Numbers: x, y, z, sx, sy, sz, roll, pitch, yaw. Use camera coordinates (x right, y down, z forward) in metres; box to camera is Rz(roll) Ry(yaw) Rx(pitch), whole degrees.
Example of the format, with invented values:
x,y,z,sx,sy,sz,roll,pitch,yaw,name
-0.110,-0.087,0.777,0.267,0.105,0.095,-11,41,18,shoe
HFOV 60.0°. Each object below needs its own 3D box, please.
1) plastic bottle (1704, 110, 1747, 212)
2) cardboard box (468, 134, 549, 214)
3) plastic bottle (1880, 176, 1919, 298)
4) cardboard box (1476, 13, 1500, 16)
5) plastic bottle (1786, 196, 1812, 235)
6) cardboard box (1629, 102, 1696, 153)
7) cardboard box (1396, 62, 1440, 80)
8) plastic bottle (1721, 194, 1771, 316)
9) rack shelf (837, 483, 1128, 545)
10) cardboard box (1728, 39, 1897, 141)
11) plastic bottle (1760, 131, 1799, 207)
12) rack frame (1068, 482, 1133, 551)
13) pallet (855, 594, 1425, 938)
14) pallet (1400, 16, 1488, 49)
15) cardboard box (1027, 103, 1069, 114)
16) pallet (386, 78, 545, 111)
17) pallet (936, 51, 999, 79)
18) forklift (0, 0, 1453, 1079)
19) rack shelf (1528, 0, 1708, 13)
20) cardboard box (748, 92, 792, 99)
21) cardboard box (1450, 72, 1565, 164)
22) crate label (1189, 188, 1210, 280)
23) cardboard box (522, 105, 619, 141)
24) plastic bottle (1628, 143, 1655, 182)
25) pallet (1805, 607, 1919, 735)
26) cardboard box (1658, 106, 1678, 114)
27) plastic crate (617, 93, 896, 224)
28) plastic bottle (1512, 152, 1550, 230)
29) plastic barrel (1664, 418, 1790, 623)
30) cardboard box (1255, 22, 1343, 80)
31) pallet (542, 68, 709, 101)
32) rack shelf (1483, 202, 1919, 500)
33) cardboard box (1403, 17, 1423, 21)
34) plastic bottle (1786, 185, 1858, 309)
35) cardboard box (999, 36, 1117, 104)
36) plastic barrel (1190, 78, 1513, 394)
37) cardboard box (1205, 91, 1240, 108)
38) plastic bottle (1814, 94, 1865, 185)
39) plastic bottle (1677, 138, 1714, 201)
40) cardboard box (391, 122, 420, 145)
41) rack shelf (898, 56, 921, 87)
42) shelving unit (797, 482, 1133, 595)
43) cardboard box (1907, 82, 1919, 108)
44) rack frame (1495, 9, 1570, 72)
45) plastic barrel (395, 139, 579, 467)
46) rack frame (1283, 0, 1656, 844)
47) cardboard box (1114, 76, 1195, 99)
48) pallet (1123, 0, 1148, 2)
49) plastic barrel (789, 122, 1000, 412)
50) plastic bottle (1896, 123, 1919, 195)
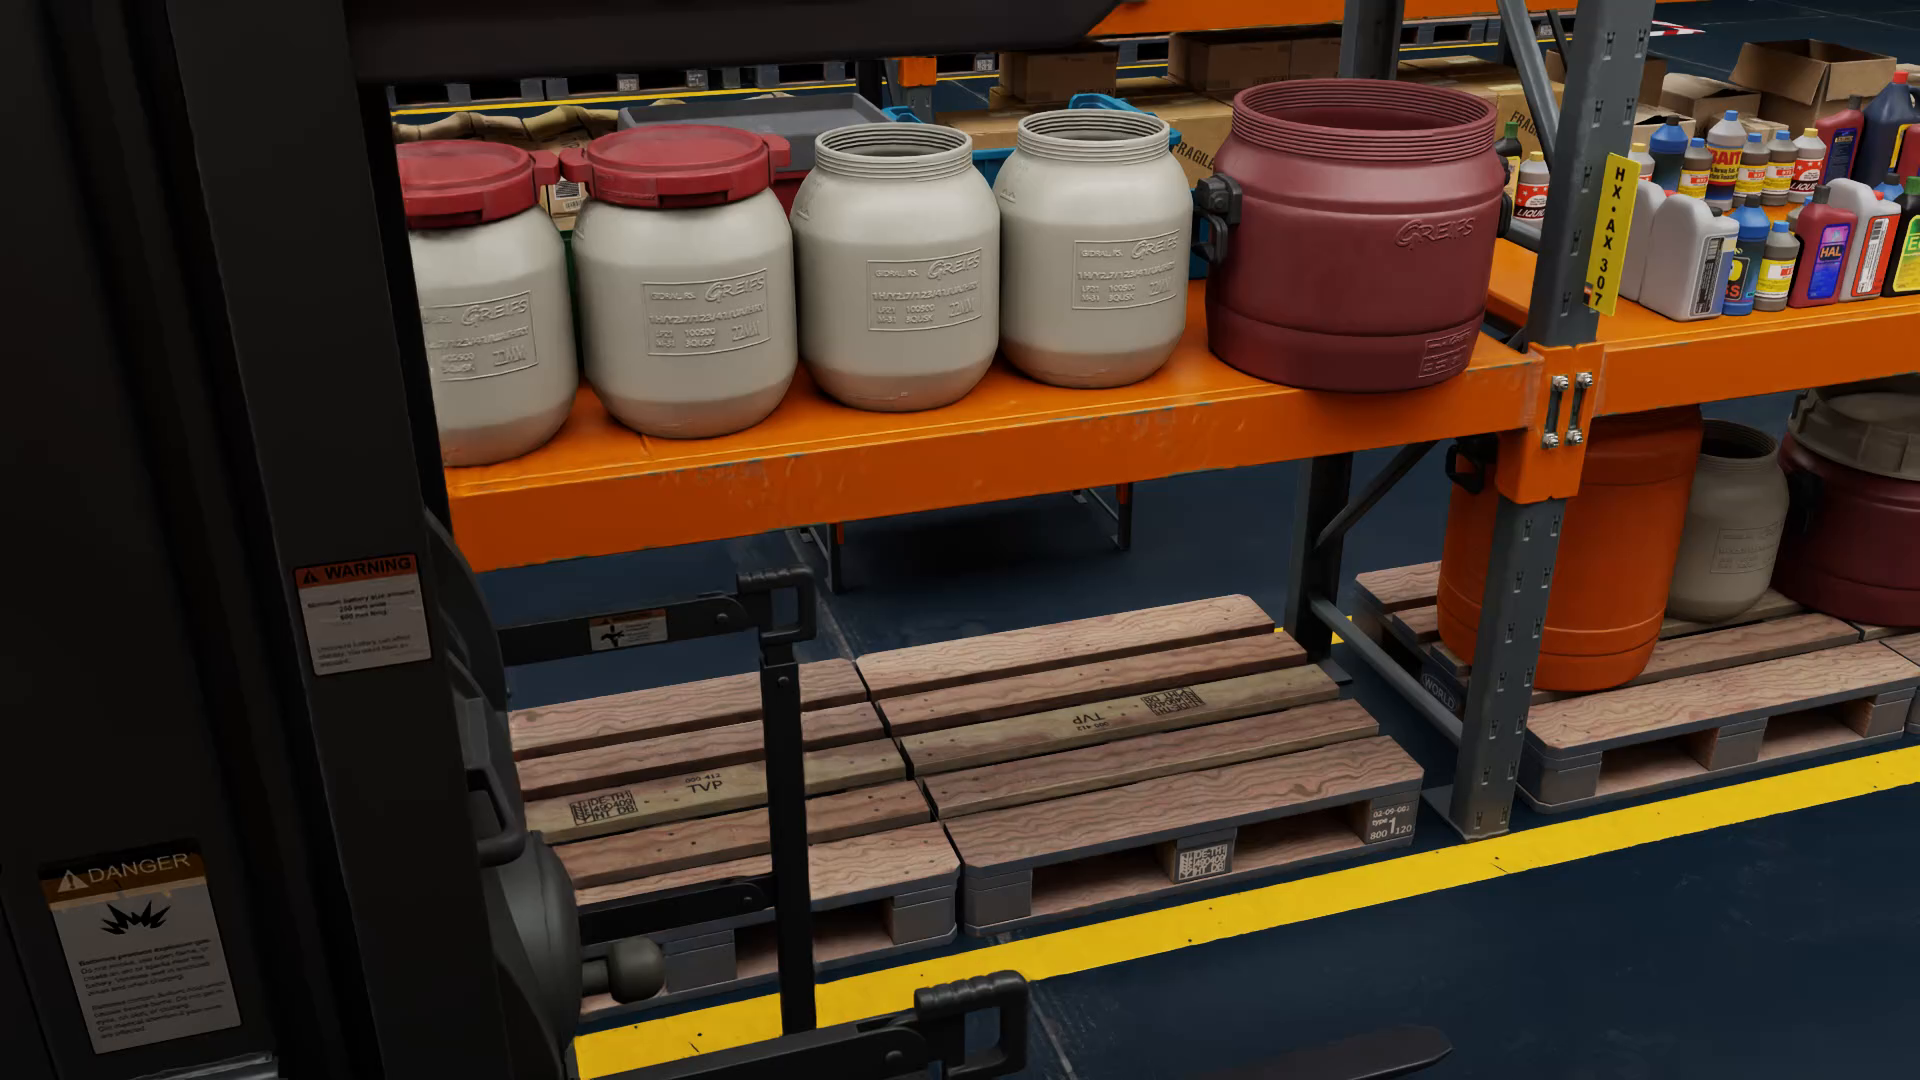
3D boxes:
x,y,z,sx,sy,sz,roll,pitch,yaw,name
2.140,-1.067,4.670,0.097,0.271,0.097,0,26,0,plastic bottle
-2.219,-1.710,7.811,0.500,0.311,0.500,-7,27,-15,cardboard box
2.276,-0.728,3.974,0.133,0.283,0.061,-8,28,-16,plastic bottle
4.611,-4.946,14.678,0.500,0.500,0.700,-8,28,-16,cardboard box
2.078,-0.742,4.095,0.097,0.201,0.097,0,26,0,plastic bottle
3.922,-2.399,9.739,0.500,0.311,0.500,-8,28,-16,cardboard box
2.417,-2.476,9.680,0.500,0.500,0.500,-8,27,-15,cardboard box
1.813,-0.664,3.859,0.097,0.271,0.097,0,26,0,plastic bottle
0.006,-0.286,5.610,1.000,0.278,0.538,-8,28,-16,rack shelf
5.241,-2.780,10.289,0.637,0.503,0.797,-8,28,-16,cardboard box
2.326,-1.062,4.739,0.097,0.201,0.097,0,26,0,plastic bottle
0.490,-0.575,5.643,0.032,1.125,0.500,-8,28,-16,rack frame
0.434,0.545,4.415,1.213,0.211,1.003,-8,28,-16,pallet
3.828,-4.526,14.630,1.213,0.211,1.003,-8,28,-16,pallet
0.670,-1.983,8.688,0.500,0.500,0.500,-9,28,-18,cardboard box
-3.787,-3.461,12.484,1.213,0.211,1.003,-8,28,-16,pallet
0.046,-3.977,13.524,1.213,0.211,1.003,-8,28,-16,pallet
-0.392,0.200,2.050,3.031,2.935,1.130,-8,28,-16,forklift
5.358,-3.393,10.021,4.000,0.370,1.077,-8,28,-16,rack shelf
-0.936,-2.149,8.695,0.500,0.311,0.500,-7,27,-14,cardboard box
3.075,-2.329,9.383,0.500,0.500,0.500,-8,28,-16,cardboard box
0.666,-0.820,4.217,0.416,0.233,0.303,-8,28,-16,crate label
-1.919,-2.004,8.403,0.500,0.311,0.500,-9,28,-17,cardboard box
1.863,-0.995,4.604,0.097,0.201,0.097,0,26,0,plastic bottle
3.078,0.162,5.186,1.213,0.211,1.003,-8,28,-16,pallet
4.248,-2.636,10.397,0.250,0.149,0.380,-8,28,-16,cardboard box
-0.448,-0.730,3.775,0.583,0.464,0.402,-8,28,-16,plastic crate
1.551,-0.950,4.513,0.097,0.201,0.097,0,26,0,plastic bottle
2.152,-0.058,4.820,0.421,0.512,0.421,0,26,0,plastic barrel
1.970,-2.752,9.394,0.500,0.250,0.500,-8,28,-16,cardboard box
-2.629,-3.627,12.819,1.213,0.211,1.003,-8,28,-16,pallet
3.085,-0.748,4.692,4.000,0.370,1.077,-8,28,-16,rack shelf
3.629,-4.800,14.384,0.500,0.500,0.700,-8,27,-15,cardboard box
2.021,-0.691,3.900,0.133,0.283,0.061,-8,28,-16,plastic bottle
0.521,-2.540,8.967,0.500,0.250,0.500,-7,27,-14,cardboard box
0.835,-0.663,3.560,0.708,0.536,0.600,-8,28,-16,plastic barrel
1.643,-2.124,8.972,0.500,0.500,0.500,-9,28,-18,cardboard box
2.522,-1.136,4.796,0.133,0.283,0.061,-8,28,-16,plastic bottle
2.048,-1.022,4.658,0.097,0.201,0.097,0,26,0,plastic bottle
-2.887,-1.865,8.123,0.500,0.311,0.500,-8,28,-16,cardboard box
-2.249,-2.292,7.802,4.000,0.370,1.077,-8,28,-16,rack shelf
0.006,-0.505,5.502,1.048,1.125,0.538,-8,28,-16,shelving unit
5.906,-2.659,10.331,0.500,0.250,0.500,-8,28,-16,cardboard box
3.456,-3.440,9.306,0.127,3.000,1.000,-8,28,-16,rack frame
-0.945,-0.445,3.120,0.433,0.535,0.433,0,26,0,plastic barrel
1.183,-0.795,3.977,0.127,3.000,1.000,-8,28,-16,rack frame
0.961,-2.266,9.257,0.500,0.500,0.500,-9,28,-18,cardboard box
0.275,-2.926,8.487,1.003,0.211,1.213,-8,28,-16,pallet
-0.130,-0.555,3.368,0.421,0.512,0.421,0,26,0,plastic barrel
2.743,-1.100,4.724,0.133,0.283,0.061,-8,28,-16,plastic bottle
